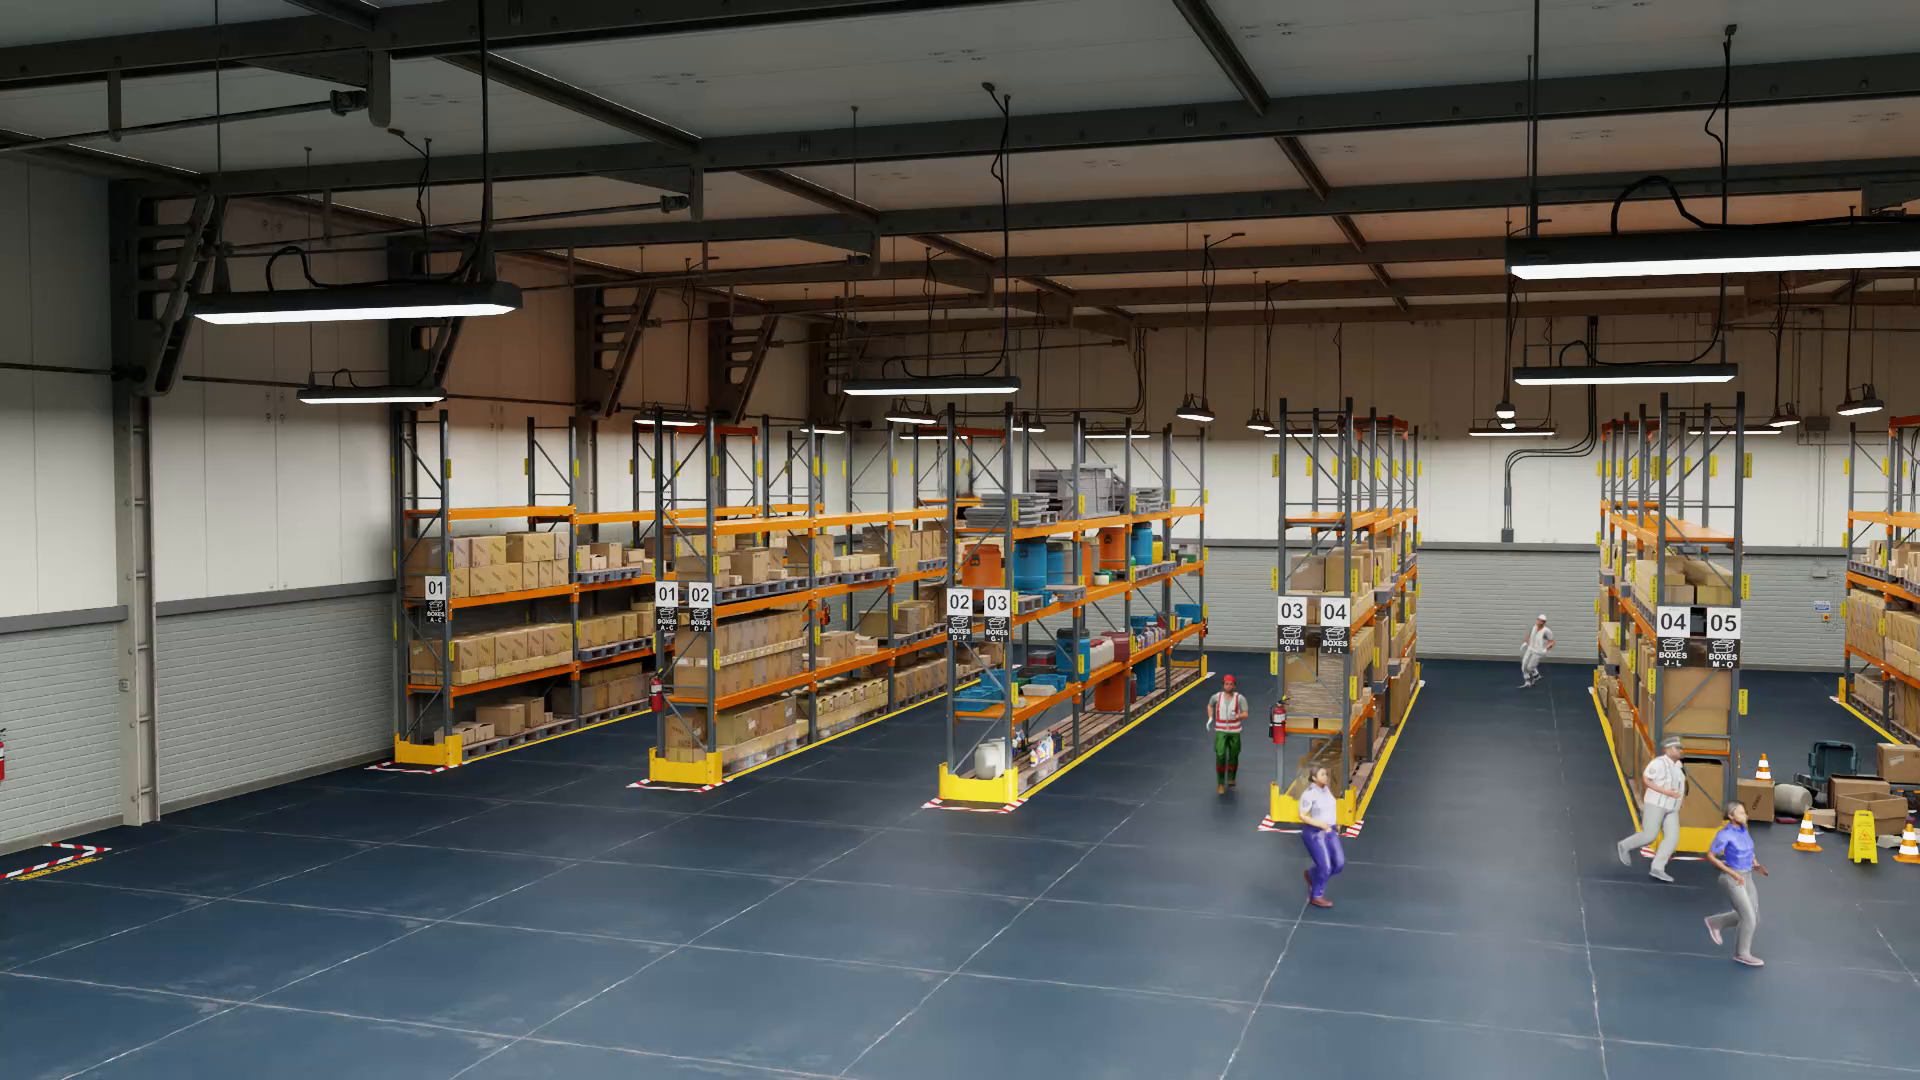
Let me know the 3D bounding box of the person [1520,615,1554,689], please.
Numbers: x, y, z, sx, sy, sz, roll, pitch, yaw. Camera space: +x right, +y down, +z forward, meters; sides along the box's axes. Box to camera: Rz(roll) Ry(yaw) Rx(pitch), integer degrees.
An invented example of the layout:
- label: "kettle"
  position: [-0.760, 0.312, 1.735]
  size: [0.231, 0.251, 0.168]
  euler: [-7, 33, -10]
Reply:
- label: "person"
  position: [13.044, 2.533, 37.642]
  size: [0.532, 1.711, 0.730]
  euler: [-2, 3, -33]

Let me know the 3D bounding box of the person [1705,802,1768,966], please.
- label: "person"
  position: [7.860, 3.467, 16.925]
  size: [0.579, 1.607, 0.678]
  euler: [-2, 3, -35]

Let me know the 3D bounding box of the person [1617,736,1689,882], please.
- label: "person"
  position: [8.656, 3.269, 20.542]
  size: [0.671, 1.733, 0.849]
  euler: [-1, 3, -24]

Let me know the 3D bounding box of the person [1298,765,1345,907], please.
- label: "person"
  position: [4.130, 3.393, 19.073]
  size: [0.603, 1.576, 0.571]
  euler: [-2, 3, -43]

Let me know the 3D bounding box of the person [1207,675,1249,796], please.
- label: "person"
  position: [4.137, 3.004, 25.704]
  size: [0.643, 1.846, 0.774]
  euler: [0, 2, 8]
